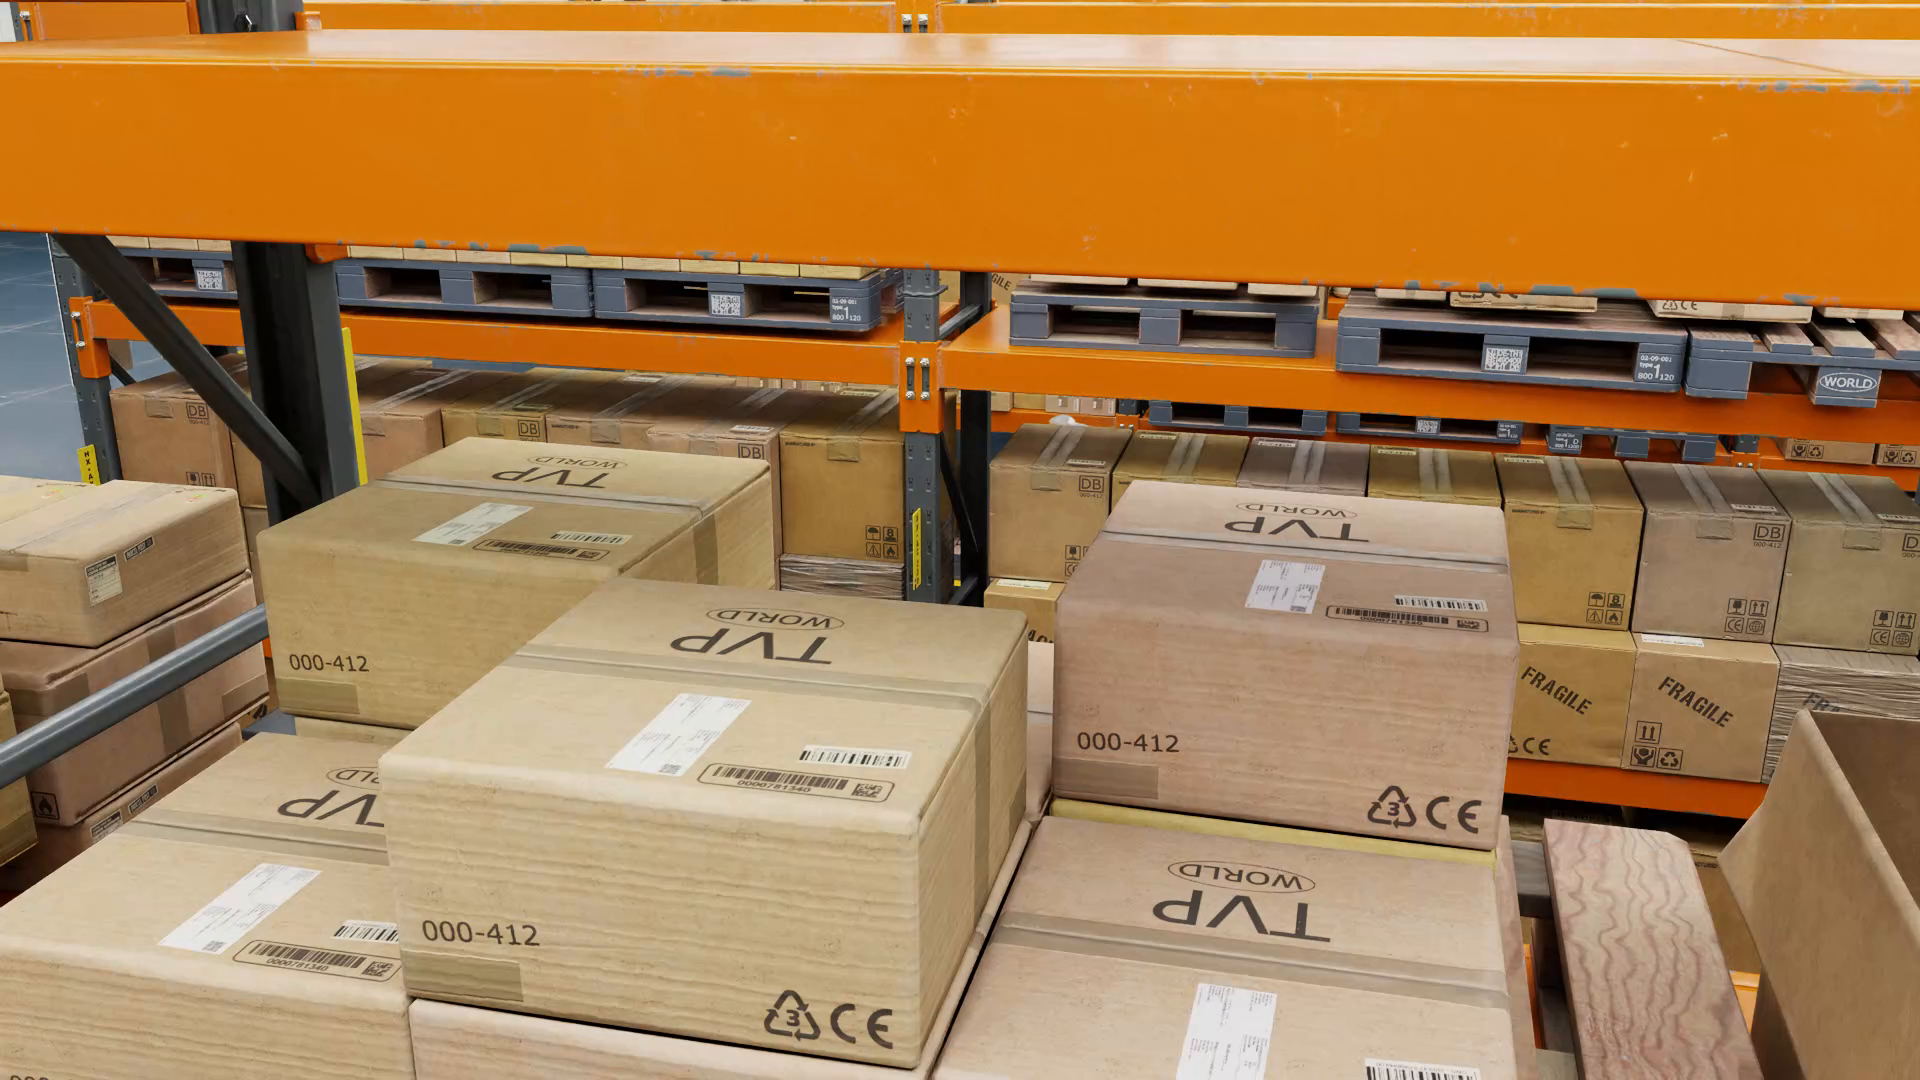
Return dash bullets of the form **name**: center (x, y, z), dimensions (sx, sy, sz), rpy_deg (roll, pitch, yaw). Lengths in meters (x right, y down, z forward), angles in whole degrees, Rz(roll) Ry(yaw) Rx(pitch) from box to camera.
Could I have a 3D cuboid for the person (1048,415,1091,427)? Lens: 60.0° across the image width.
- **person**: center (0.754, 0.028, 10.488), dimensions (0.535, 1.654, 0.452), rpy_deg (5, 19, 14)
